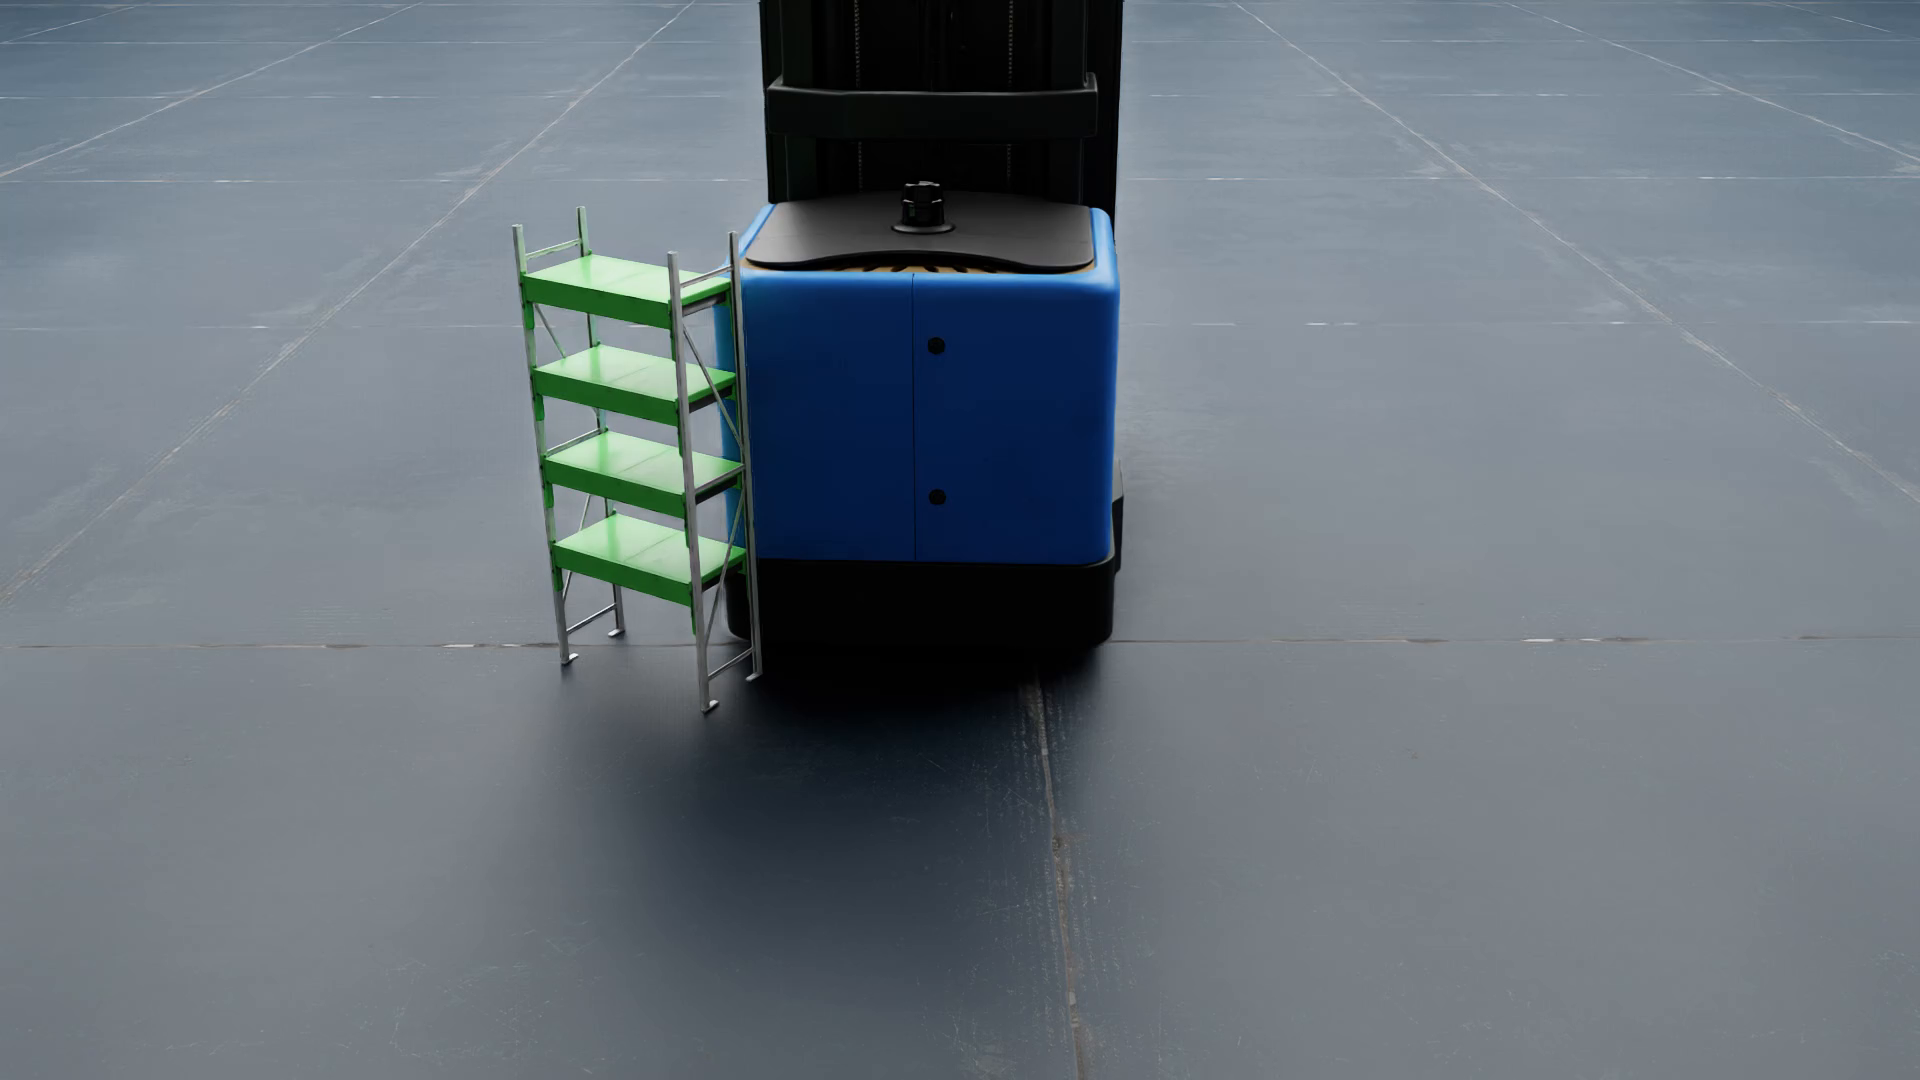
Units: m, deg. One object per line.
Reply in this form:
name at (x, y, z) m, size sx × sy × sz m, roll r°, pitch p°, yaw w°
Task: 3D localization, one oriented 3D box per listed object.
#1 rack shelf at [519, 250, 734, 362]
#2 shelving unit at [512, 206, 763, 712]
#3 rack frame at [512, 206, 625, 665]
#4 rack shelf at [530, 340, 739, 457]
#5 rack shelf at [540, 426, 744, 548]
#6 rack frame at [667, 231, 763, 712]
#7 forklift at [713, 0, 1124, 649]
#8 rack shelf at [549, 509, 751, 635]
rack shelf at (-0.806, -0.579, 4.065) m, size 0.480 × 0.148 × 0.258 m, roll 14°, pitch 28°, yaw 29°
shelving unit at (-0.806, -0.200, 4.237) m, size 0.503 × 1.200 × 0.258 m, roll 14°, pitch 28°, yaw 29°
rack frame at (-1.014, -0.253, 4.353) m, size 0.015 × 1.200 × 0.240 m, roll 14°, pitch 28°, yaw 29°
rack shelf at (-0.806, -0.361, 4.164) m, size 0.480 × 0.148 × 0.258 m, roll 14°, pitch 28°, yaw 29°
rack shelf at (-0.806, -0.142, 4.263) m, size 0.480 × 0.148 × 0.258 m, roll 14°, pitch 28°, yaw 29°
rack frame at (-0.598, -0.147, 4.120) m, size 0.015 × 1.200 × 0.240 m, roll 14°, pitch 28°, yaw 29°
forklift at (-0.044, -1.611, 5.256) m, size 1.130 × 2.935 × 3.031 m, roll 1°, pitch 24°, yaw 2°
rack shelf at (-0.806, 0.077, 4.362) m, size 0.480 × 0.148 × 0.258 m, roll 14°, pitch 28°, yaw 29°
